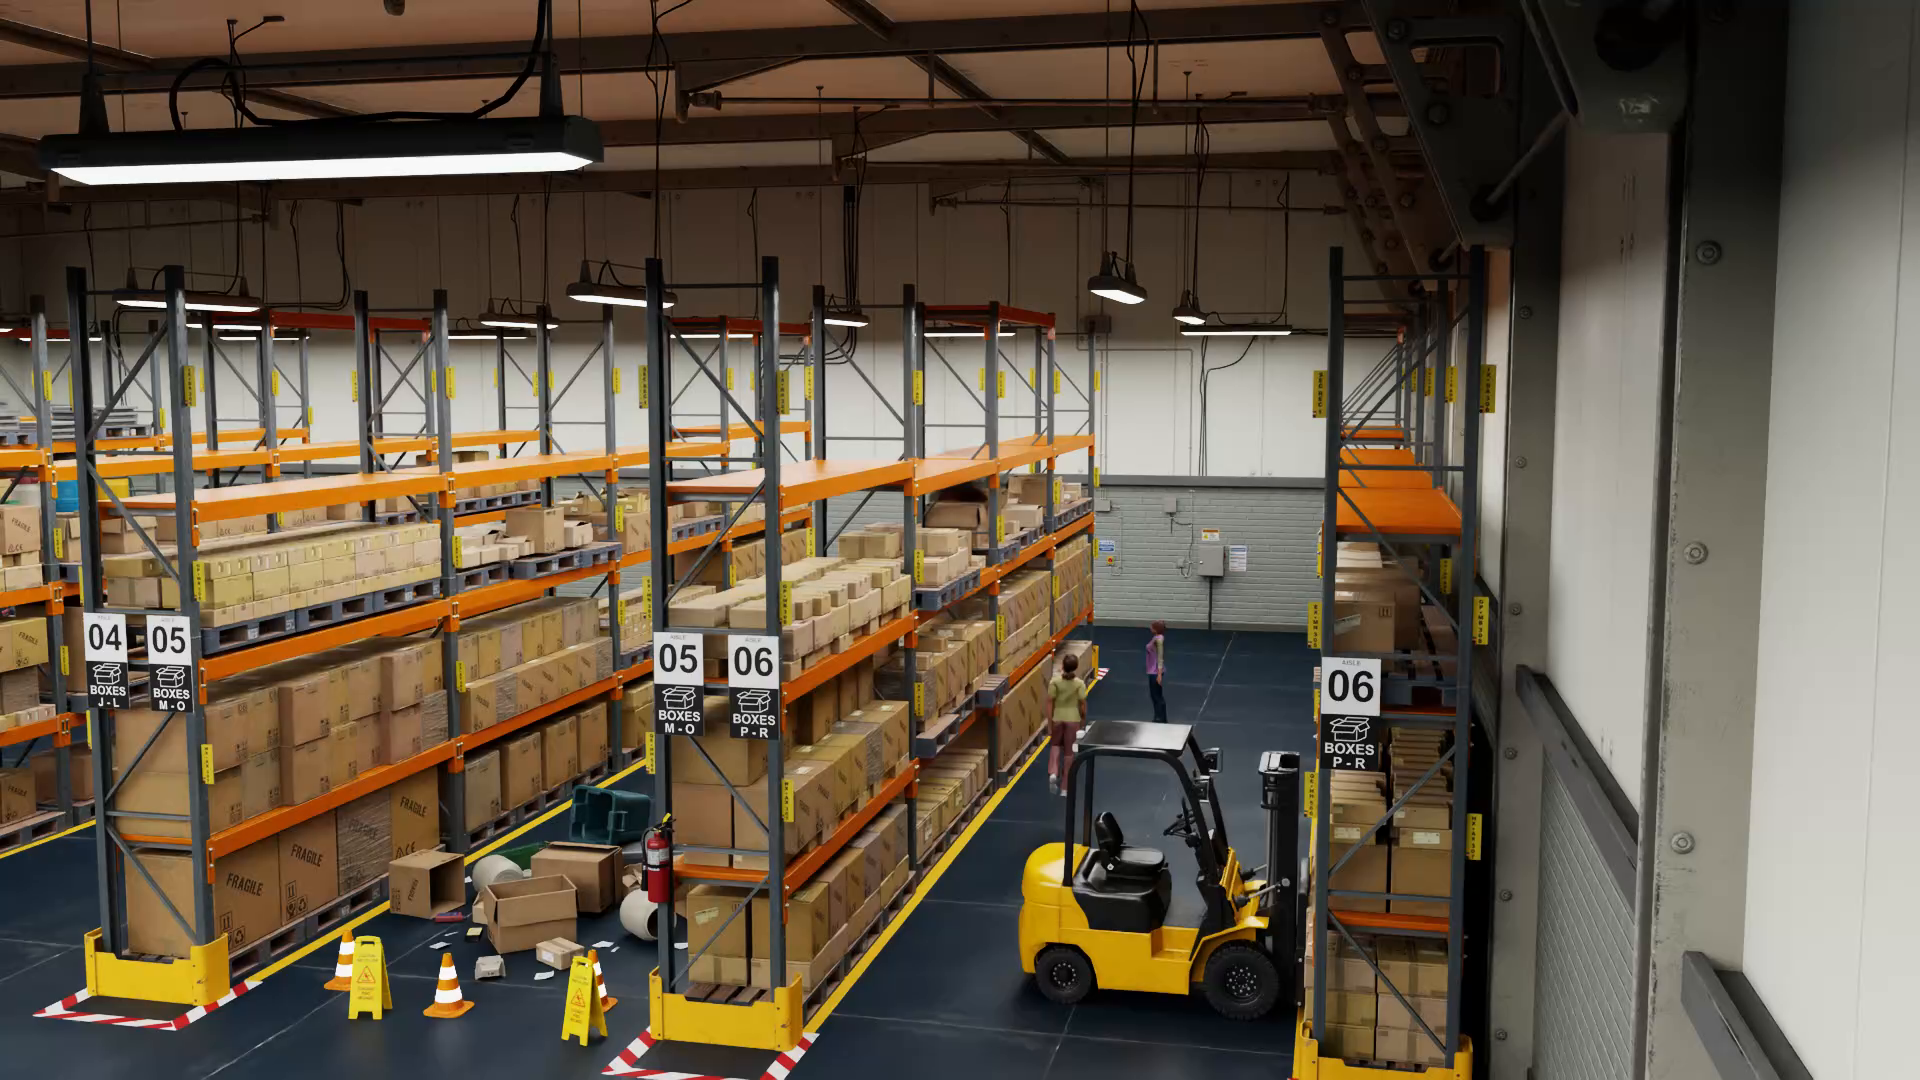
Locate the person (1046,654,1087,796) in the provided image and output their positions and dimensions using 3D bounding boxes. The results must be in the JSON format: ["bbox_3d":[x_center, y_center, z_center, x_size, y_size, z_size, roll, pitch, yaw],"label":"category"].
[{"bbox_3d":[1.233,2.118,19.151,0.455,1.648,0.480,2,6,17],"label":"person"}]

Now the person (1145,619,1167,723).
[{"bbox_3d":[2.841,1.938,24.072,0.340,1.600,0.477,2,6,15],"label":"person"}]
